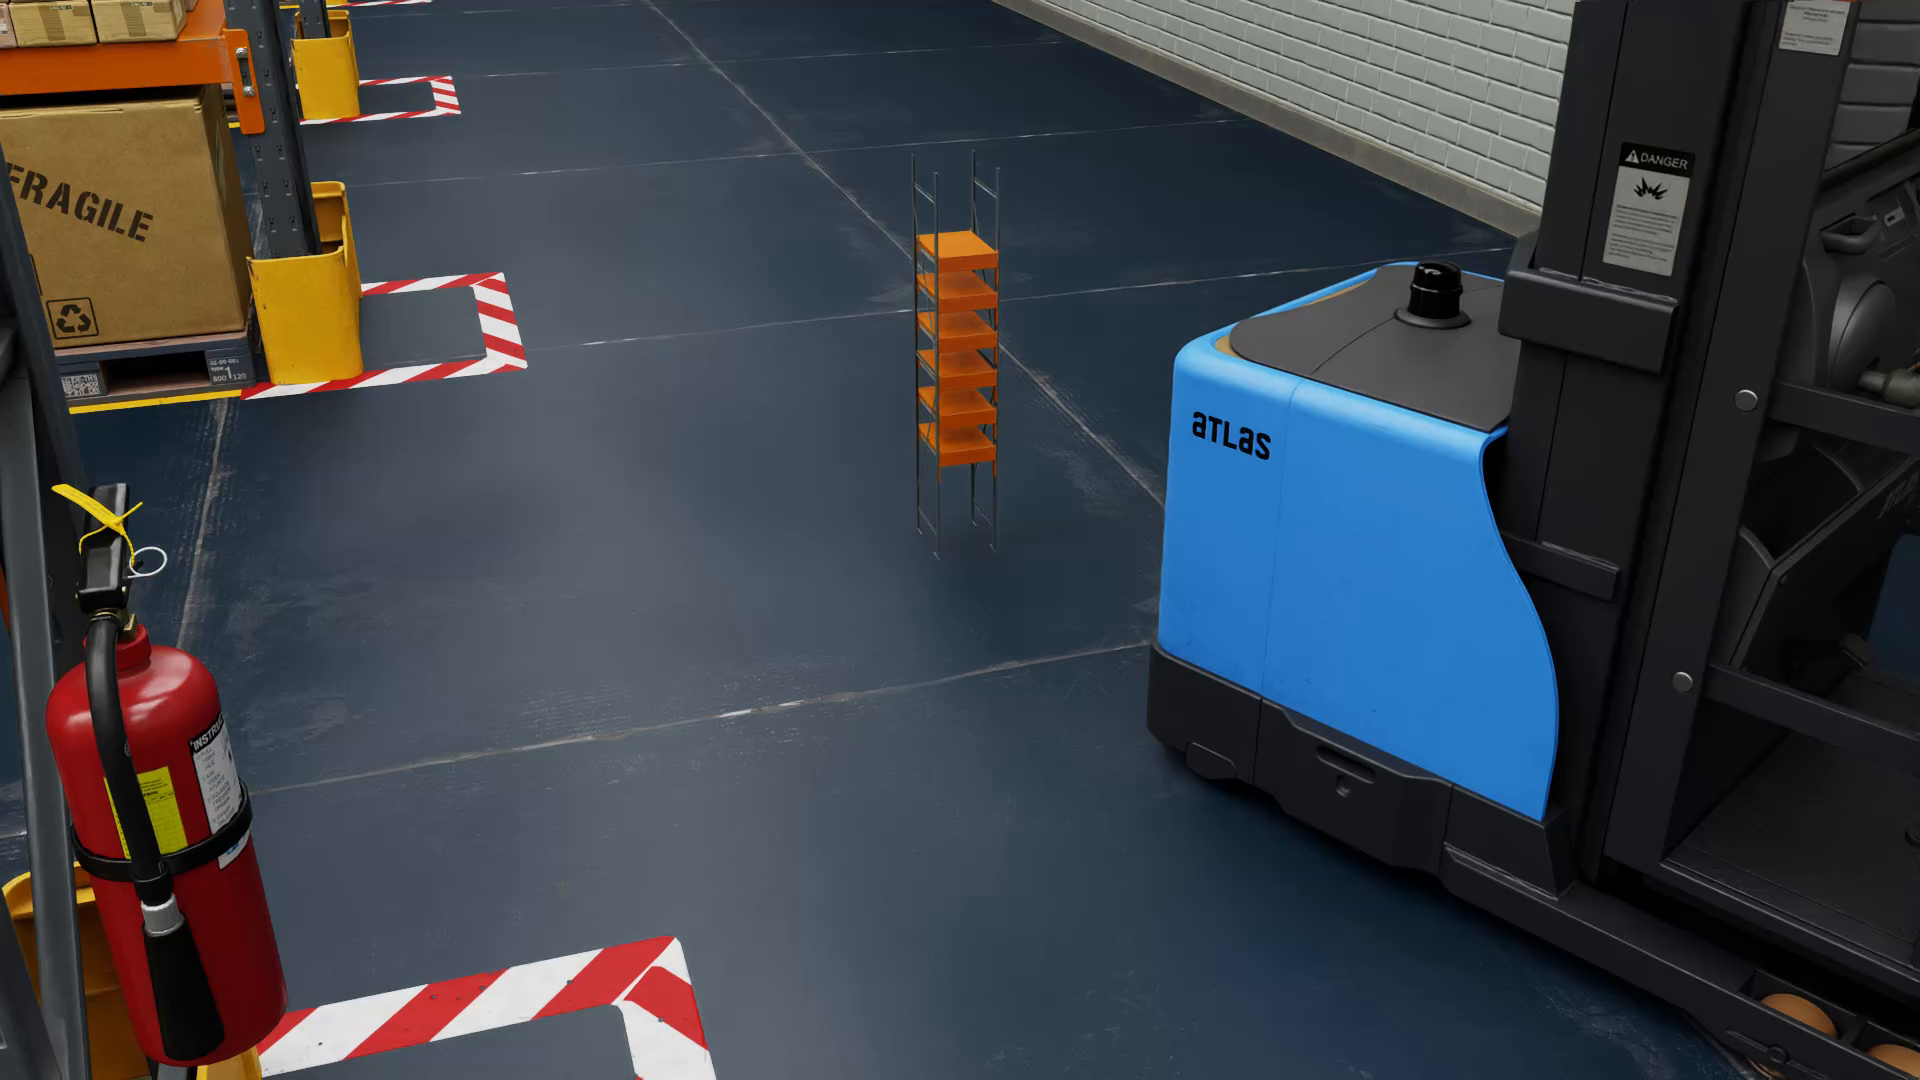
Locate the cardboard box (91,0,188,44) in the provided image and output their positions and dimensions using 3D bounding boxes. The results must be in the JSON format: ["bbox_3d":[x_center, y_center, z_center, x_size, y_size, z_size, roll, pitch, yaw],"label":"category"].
[{"bbox_3d":[-2.950,-1.901,5.989,0.250,0.149,0.380,-8,27,-15],"label":"cardboard box"}]

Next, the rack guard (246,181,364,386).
[{"bbox_3d":[-2.690,-1.086,6.875,0.348,0.500,1.175,-8,28,-16],"label":"rack guard"}]

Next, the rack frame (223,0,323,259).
[{"bbox_3d":[-2.713,-2.202,6.312,0.127,3.000,1.000,-8,28,-16],"label":"rack frame"}]

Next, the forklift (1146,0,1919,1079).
[{"bbox_3d":[1.866,-0.478,2.916,3.031,2.935,1.130,24,35,39],"label":"forklift"}]

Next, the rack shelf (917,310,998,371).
[{"bbox_3d":[-0.014,-0.603,4.946,0.180,0.103,0.258,-8,28,-16],"label":"rack shelf"}]

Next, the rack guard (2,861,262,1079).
[{"bbox_3d":[-1.345,1.039,2.595,0.348,0.500,1.175,-8,28,-16],"label":"rack guard"}]

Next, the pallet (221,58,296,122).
[{"bbox_3d":[-5.043,-2.950,10.955,1.213,0.211,1.003,-8,28,-16],"label":"pallet"}]

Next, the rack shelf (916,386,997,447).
[{"bbox_3d":[-0.014,-0.388,5.052,0.180,0.103,0.258,-8,28,-16],"label":"rack shelf"}]

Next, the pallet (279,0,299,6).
[{"bbox_3d":[-6.607,-5.021,15.127,1.213,0.211,1.003,-8,28,-16],"label":"pallet"}]

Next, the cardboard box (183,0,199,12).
[{"bbox_3d":[-3.153,-2.180,6.551,0.250,0.149,0.380,-8,27,-16],"label":"cardboard box"}]

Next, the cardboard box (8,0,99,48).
[{"bbox_3d":[-3.196,-1.865,5.915,0.250,0.149,0.380,-8,27,-16],"label":"cardboard box"}]

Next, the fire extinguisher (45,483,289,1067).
[{"bbox_3d":[-0.891,0.271,1.837,0.183,0.674,0.296,-8,28,-16],"label":"fire extinguisher"}]

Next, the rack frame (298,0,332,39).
[{"bbox_3d":[-4.247,-4.296,10.530,0.127,3.000,1.000,-8,28,-16],"label":"rack frame"}]

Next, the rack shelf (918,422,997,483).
[{"bbox_3d":[-0.014,-0.281,5.106,0.180,0.103,0.258,-8,28,-16],"label":"rack shelf"}]

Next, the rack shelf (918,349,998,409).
[{"bbox_3d":[-0.014,-0.496,4.999,0.180,0.103,0.258,-8,28,-16],"label":"rack shelf"}]

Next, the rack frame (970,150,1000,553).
[{"bbox_3d":[0.073,-0.548,5.005,0.006,1.200,0.240,-8,28,-16],"label":"rack frame"}]

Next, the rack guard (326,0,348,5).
[{"bbox_3d":[-5.849,-5.261,15.285,0.348,0.500,1.175,-8,28,-16],"label":"rack guard"}]

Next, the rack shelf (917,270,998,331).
[{"bbox_3d":[-0.014,-0.711,4.892,0.180,0.103,0.258,-8,28,-16],"label":"rack shelf"}]

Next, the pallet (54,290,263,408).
[{"bbox_3d":[-3.449,-0.810,6.644,1.213,0.211,1.003,-8,28,-16],"label":"pallet"}]

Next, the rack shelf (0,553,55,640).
[{"bbox_3d":[-3.175,0.507,1.665,4.000,0.370,1.077,-8,28,-16],"label":"rack shelf"}]

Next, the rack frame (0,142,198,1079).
[{"bbox_3d":[-1.274,-0.092,2.063,0.053,2.616,0.949,-8,28,-16],"label":"rack frame"}]

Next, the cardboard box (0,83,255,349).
[{"bbox_3d":[-3.297,-1.316,6.446,0.875,0.875,0.875,-8,28,-16],"label":"cardboard box"}]

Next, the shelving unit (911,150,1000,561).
[{"bbox_3d":[-0.014,-0.535,4.979,0.189,1.200,0.258,-8,28,-16],"label":"shelving unit"}]

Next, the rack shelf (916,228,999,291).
[{"bbox_3d":[-0.014,-0.818,4.839,0.180,0.103,0.258,-8,28,-16],"label":"rack shelf"}]

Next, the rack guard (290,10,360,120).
[{"bbox_3d":[-4.228,-3.185,11.104,0.348,0.500,1.175,-8,28,-16],"label":"rack guard"}]

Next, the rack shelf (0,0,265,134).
[{"bbox_3d":[-4.615,-1.604,5.917,4.000,0.370,1.077,-8,28,-16],"label":"rack shelf"}]

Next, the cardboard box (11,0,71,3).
[{"bbox_3d":[-3.092,-2.089,5.919,0.500,0.250,0.500,-9,28,-17],"label":"cardboard box"}]

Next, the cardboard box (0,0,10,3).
[{"bbox_3d":[-3.574,-2.020,5.779,0.500,0.250,0.500,-9,28,-17],"label":"cardboard box"}]

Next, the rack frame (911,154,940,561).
[{"bbox_3d":[-0.101,-0.523,4.954,0.006,1.200,0.240,-8,28,-16],"label":"rack frame"}]

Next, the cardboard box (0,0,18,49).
[{"bbox_3d":[-3.437,-1.830,5.846,0.250,0.149,0.380,-8,28,-16],"label":"cardboard box"}]
